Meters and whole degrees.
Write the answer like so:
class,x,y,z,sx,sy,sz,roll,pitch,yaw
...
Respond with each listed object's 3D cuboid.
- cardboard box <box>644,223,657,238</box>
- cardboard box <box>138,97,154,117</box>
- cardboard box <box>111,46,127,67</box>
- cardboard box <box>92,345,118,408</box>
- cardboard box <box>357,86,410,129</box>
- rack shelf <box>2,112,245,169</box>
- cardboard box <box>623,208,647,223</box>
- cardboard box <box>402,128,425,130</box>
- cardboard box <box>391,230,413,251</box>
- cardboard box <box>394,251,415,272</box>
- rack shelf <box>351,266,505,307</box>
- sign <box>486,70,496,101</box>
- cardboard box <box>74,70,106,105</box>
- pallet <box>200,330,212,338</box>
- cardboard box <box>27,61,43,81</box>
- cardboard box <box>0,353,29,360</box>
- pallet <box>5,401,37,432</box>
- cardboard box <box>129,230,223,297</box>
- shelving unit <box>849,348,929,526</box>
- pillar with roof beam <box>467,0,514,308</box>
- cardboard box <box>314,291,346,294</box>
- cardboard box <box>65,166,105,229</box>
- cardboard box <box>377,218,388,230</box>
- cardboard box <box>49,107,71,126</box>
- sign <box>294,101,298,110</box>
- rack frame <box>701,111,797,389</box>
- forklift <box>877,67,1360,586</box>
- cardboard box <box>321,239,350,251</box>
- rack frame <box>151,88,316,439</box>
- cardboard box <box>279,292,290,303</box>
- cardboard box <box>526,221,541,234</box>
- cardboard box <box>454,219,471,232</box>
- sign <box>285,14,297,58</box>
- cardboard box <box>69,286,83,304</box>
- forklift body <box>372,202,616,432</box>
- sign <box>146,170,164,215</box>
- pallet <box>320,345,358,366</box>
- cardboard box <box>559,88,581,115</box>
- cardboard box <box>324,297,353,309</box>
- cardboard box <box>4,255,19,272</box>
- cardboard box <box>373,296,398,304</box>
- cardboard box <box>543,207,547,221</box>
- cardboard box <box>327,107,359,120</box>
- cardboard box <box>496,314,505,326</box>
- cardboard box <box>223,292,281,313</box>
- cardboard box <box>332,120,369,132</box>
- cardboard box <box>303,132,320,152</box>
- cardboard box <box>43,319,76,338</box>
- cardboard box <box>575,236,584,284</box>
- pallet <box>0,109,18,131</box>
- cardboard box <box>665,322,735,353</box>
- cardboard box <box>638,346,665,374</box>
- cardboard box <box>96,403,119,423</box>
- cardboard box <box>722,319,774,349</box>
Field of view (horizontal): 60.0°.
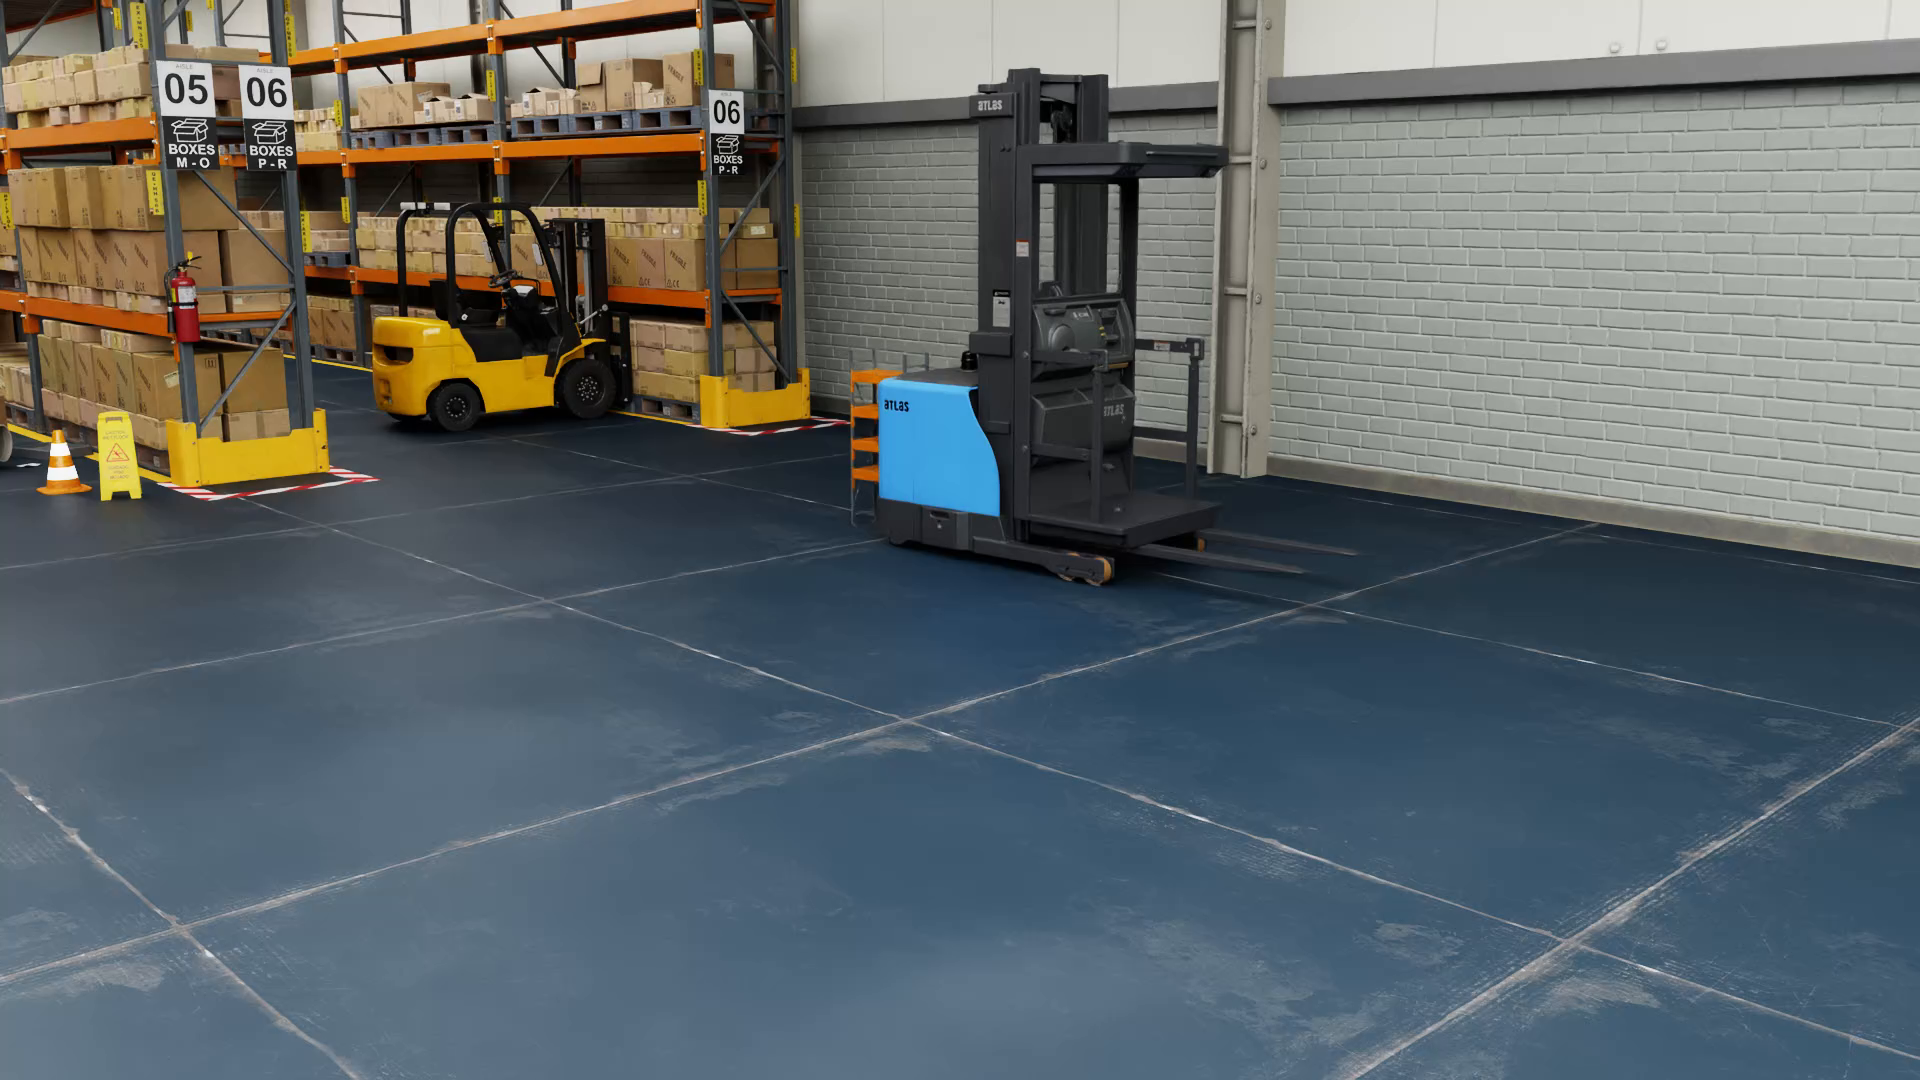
class,x,y,z,sx,sy,sz,roll,pitch,yaw
cardboard box,-2.993,-3.156,16.939,0.380,0.149,0.250,-11,16,-43
cardboard box,-6.092,-3.327,12.815,0.380,0.149,0.250,-11,16,-42
cardboard box,-6.430,-3.790,13.088,0.380,0.149,0.250,-11,16,-43
cardboard box,-7.091,-1.425,14.309,0.500,0.500,0.500,11,16,44
cardboard box,-7.256,-5.461,21.013,0.500,0.500,0.500,-11,16,-42
rack shelf,-7.024,-3.376,14.216,1.077,0.370,4.000,-11,16,-43
cardboard box,-3.227,-3.331,17.051,0.380,0.149,0.250,-10,16,-41
cardboard box,-6.894,-5.408,21.376,0.500,0.250,0.500,-11,16,-43
cardboard box,-6.757,-3.748,20.803,0.500,0.250,0.500,11,16,44
cardboard box,-6.746,-3.507,20.872,0.500,0.250,0.500,11,16,43
rack shelf,-6.199,-3.183,20.712,1.077,0.370,4.000,-11,16,-43
sign,-5.203,-5.043,18.462,0.100,0.325,0.005,-11,16,-43
cardboard box,-6.899,-3.695,13.613,0.500,0.250,0.500,-10,16,-41
pallet,-11.663,-3.324,26.522,1.003,0.211,1.213,-11,16,-43
cardboard box,-7.885,-4.081,14.499,0.380,0.149,0.250,-11,16,-43
cardboard box,-9.750,-1.752,17.453,0.950,0.372,0.625,-10,15,-41
pallet,-8.944,-1.299,16.694,1.003,0.211,1.213,-11,16,-43
cardboard box,-6.217,-2.203,13.187,0.500,0.500,0.500,-11,16,-44
shelving unit,-0.472,-0.668,11.182,0.503,1.200,0.258,10,15,40
pillar with roof beam,-9.141,-6.101,18.225,9.100,9.000,0.400,-11,16,-43
cardboard box,-9.173,-3.544,24.224,0.380,0.149,0.250,-10,16,-41
cardboard box,-6.924,-2.831,13.757,0.700,0.500,0.500,-11,16,-43
cardboard box,-7.192,-4.034,21.202,0.380,0.149,0.250,-10,16,-41
cardboard box,-7.540,-3.618,14.226,0.380,0.149,0.250,-11,16,-44
sign,-9.943,-6.404,24.873,0.100,0.325,0.005,-11,16,-43
rack frame,-2.055,-2.660,16.389,1.000,3.000,0.127,-11,16,-43
forklift,0.908,-1.291,9.914,3.031,2.935,1.130,10,15,40
cardboard box,-8.311,-3.953,22.245,0.380,0.149,0.250,-11,16,-42
rack frame,-5.643,-1.968,13.029,1.000,3.000,0.127,-11,16,-43
cardboard box,-9.655,-3.517,24.097,0.380,0.149,0.250,-11,16,-44
cardboard box,-4.608,-3.490,18.561,0.380,0.149,0.250,-10,16,-41
cardboard box,-5.814,-3.727,19.715,0.250,0.149,0.380,11,16,43
sign,-5.250,-3.941,13.005,0.100,0.325,0.005,-11,16,-43
cardboard box,-7.543,-2.150,14.535,0.380,0.149,0.250,-11,16,-42
forklift body,-4.684,-2.267,16.584,2.313,2.155,1.214,-11,16,-43
sign,-6.058,-2.615,12.519,0.100,0.325,0.005,-11,16,-43
pallet,-8.068,-2.576,22.892,1.003,0.211,1.213,-11,16,-43
cardboard box,-4.012,-4.643,17.624,0.258,0.266,0.396,11,16,44
cardboard box,-8.465,-3.244,22.768,0.250,0.149,0.380,11,16,43
cardboard box,-8.960,-2.671,16.023,0.380,0.149,0.250,-11,16,-42
cardboard box,-7.879,-3.289,22.987,0.380,0.149,0.250,-10,15,-41
cardboard box,-4.384,-3.607,18.392,0.380,0.149,0.250,-11,16,-44
cardboard box,-8.031,-5.573,21.742,0.380,0.149,0.250,-10,15,-41
cardboard box,-5.186,-2.361,19.782,0.875,0.625,0.625,-10,15,-40
cardboard box,-5.728,-1.923,13.435,0.380,0.149,0.250,-11,16,-42
cardboard box,-7.999,-5.437,21.817,0.380,0.149,0.250,-10,16,-41
cardboard box,-8.458,-5.338,22.323,0.500,0.250,0.500,-11,16,-42
cardboard box,-8.150,-1.945,15.227,0.380,0.149,0.250,-11,16,-42
cardboard box,-3.978,-3.044,18.006,0.500,0.500,0.500,-11,16,-43
pallet,-8.754,-4.034,16.088,1.213,0.211,1.003,-11,16,-43
cardboard box,-2.599,-2.032,16.638,0.500,0.250,0.500,-10,15,-41
cardboard box,-2.956,-1.866,17.069,0.500,0.250,0.500,-11,16,-43
cardboard box,-7.113,-1.060,14.394,0.500,0.250,0.500,11,16,43
cardboard box,-2.250,-2.105,16.992,0.500,0.250,0.500,-11,16,-43
